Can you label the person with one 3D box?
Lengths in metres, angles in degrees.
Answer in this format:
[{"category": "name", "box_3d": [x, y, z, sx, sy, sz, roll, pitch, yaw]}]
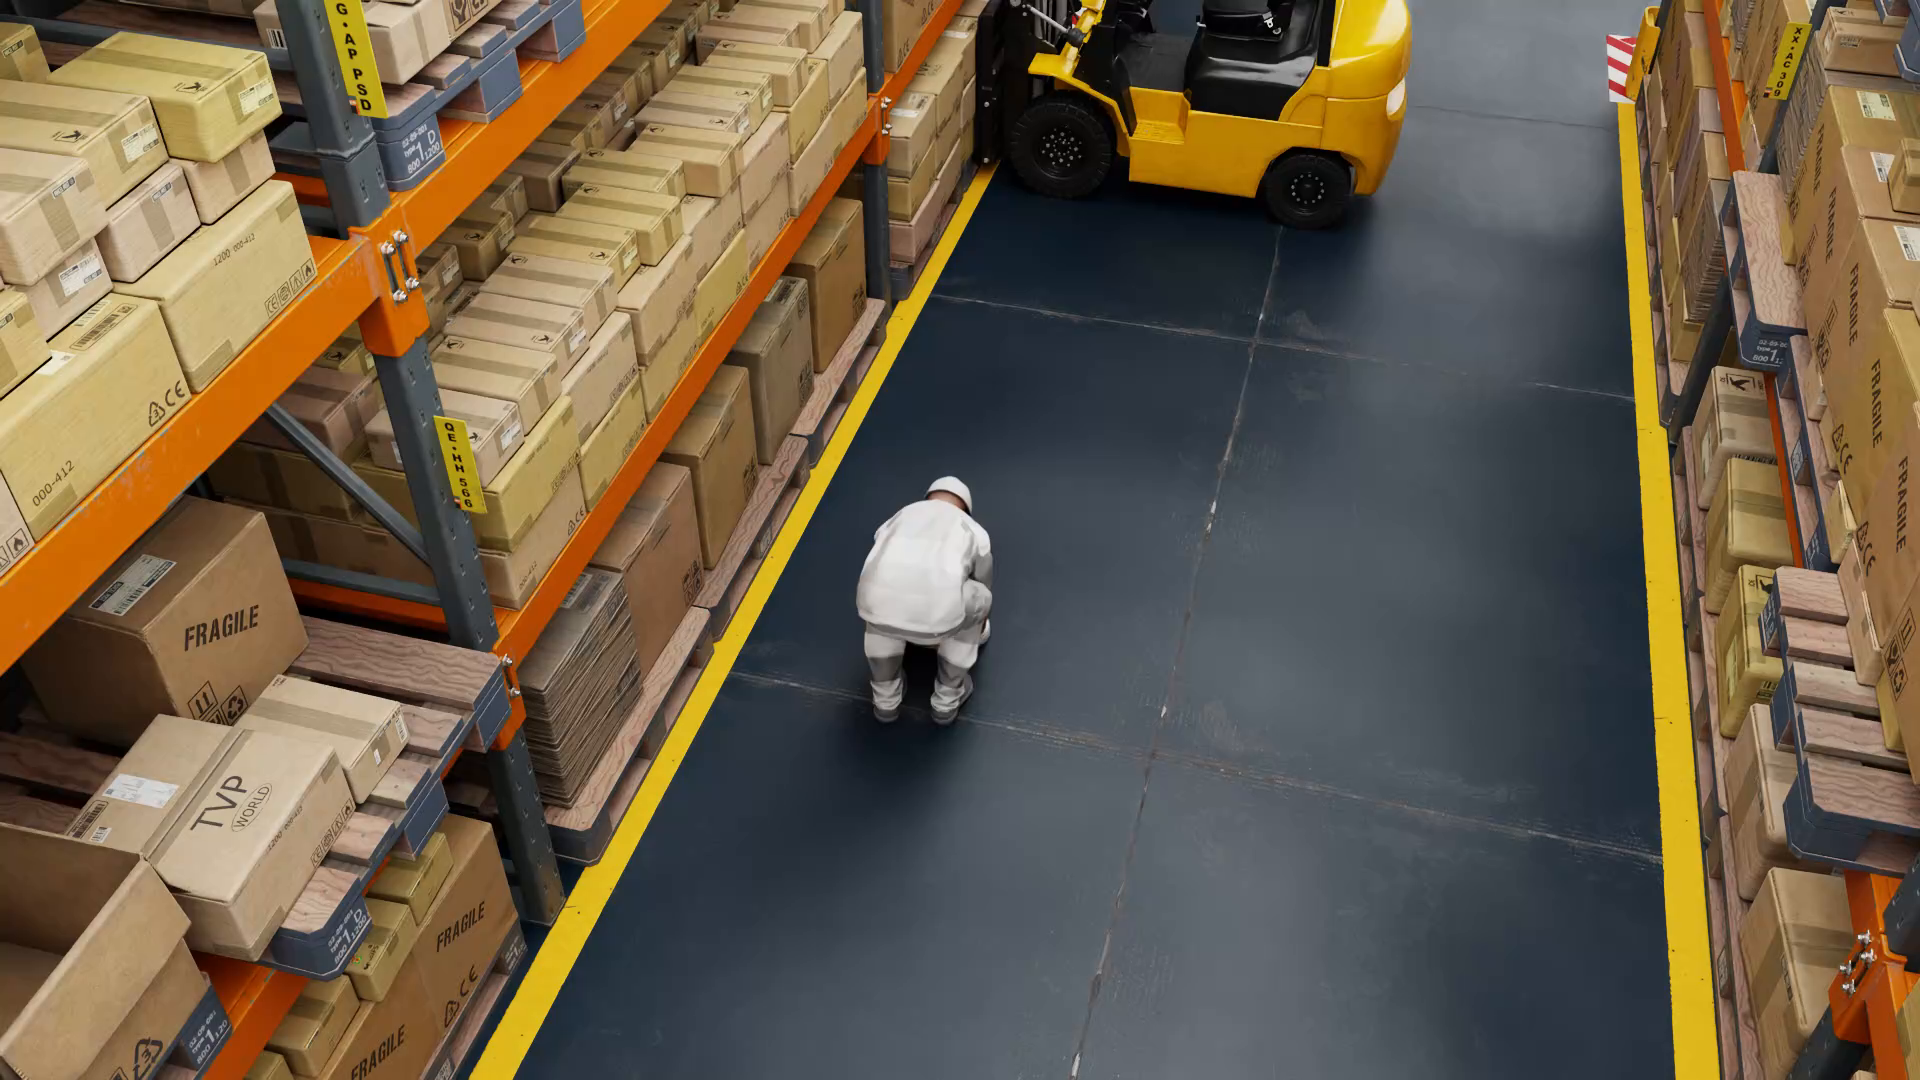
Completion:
[{"category": "person", "box_3d": [-0.125, 0.222, 6.557, 0.531, 0.925, 0.954, 8, 41, 9]}]
